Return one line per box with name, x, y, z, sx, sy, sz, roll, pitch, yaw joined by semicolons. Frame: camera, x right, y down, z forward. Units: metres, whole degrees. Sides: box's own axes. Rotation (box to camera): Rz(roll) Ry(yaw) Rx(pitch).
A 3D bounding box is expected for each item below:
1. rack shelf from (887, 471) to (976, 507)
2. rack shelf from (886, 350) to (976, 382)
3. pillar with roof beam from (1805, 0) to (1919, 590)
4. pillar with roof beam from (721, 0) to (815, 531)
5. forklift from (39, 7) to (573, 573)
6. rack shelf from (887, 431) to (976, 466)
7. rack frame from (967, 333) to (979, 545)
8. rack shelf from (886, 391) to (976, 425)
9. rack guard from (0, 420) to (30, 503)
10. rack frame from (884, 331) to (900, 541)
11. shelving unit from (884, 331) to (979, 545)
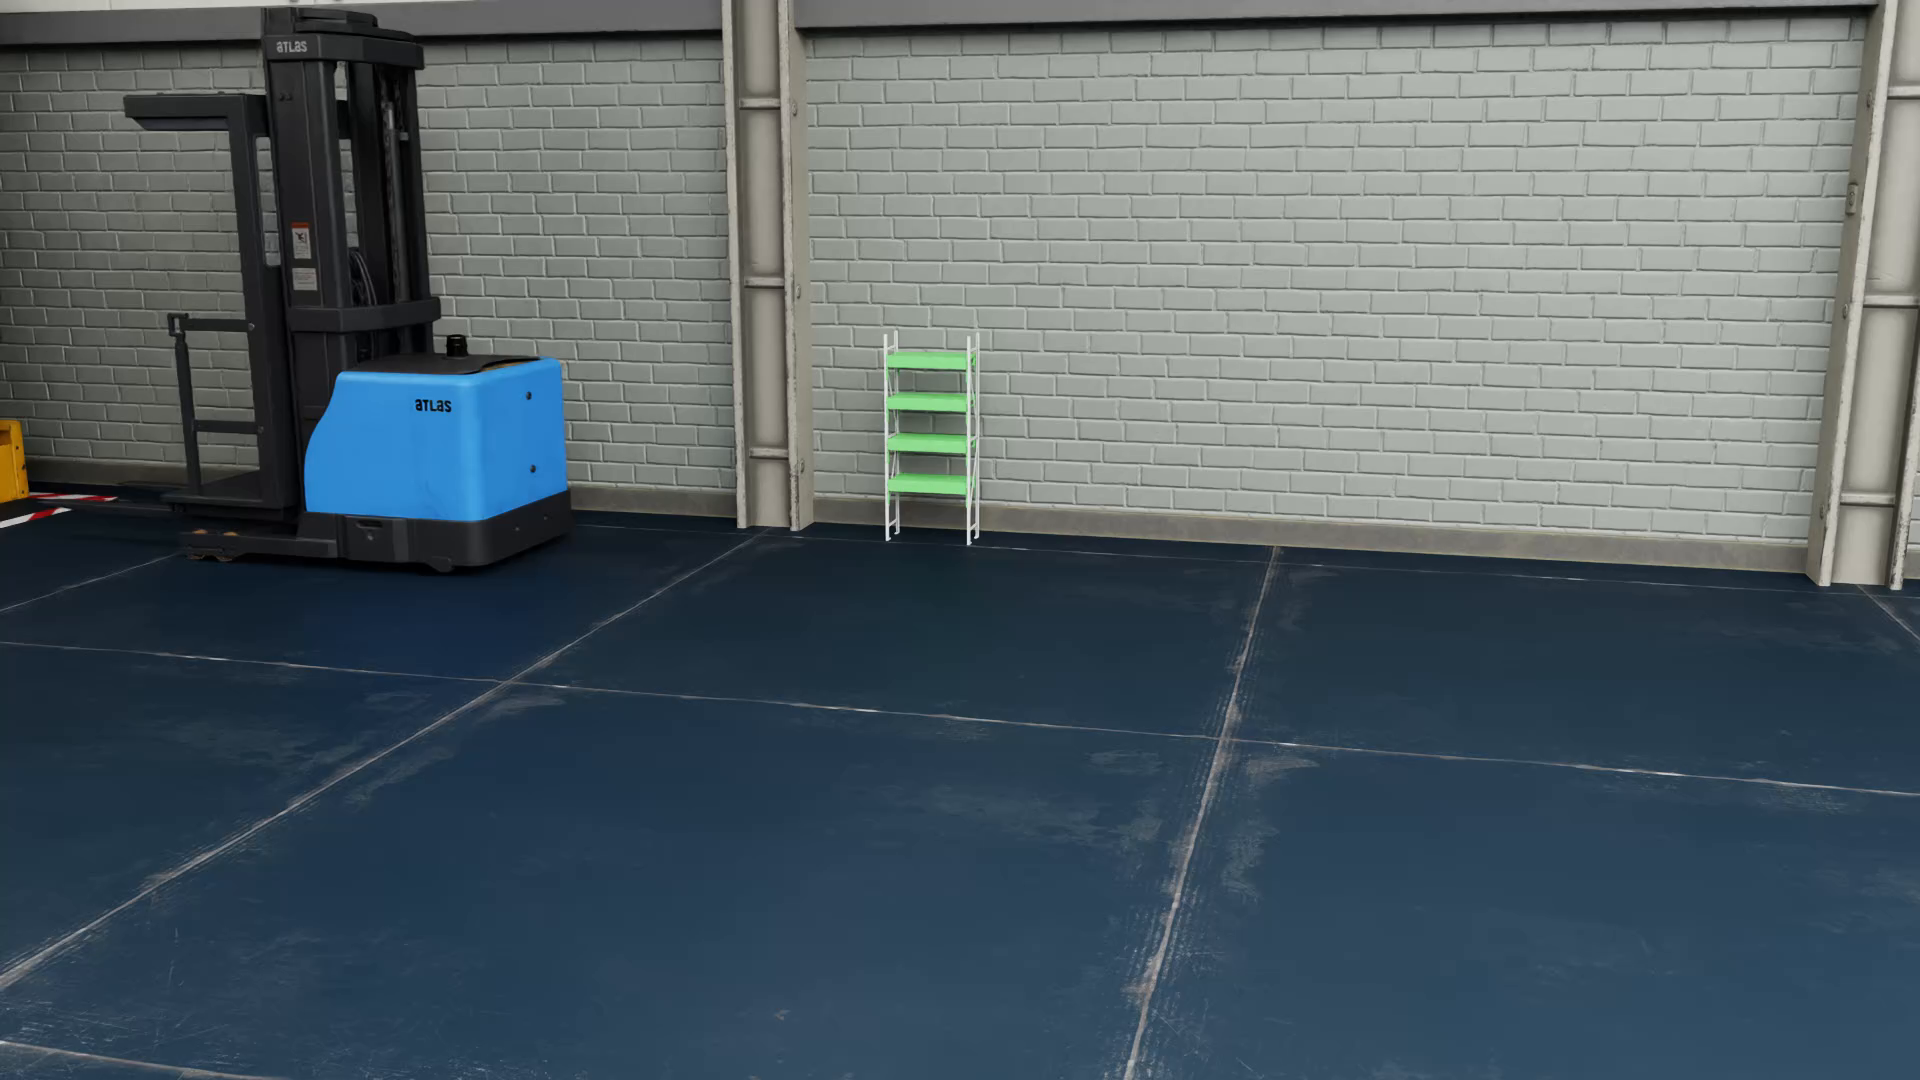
rack shelf;-0.161;-0.298;9.708;0.480;0.148;0.258;3;13;14
rack shelf;-0.161;-1.001;9.552;0.480;0.148;0.258;3;13;14
pillar with roof beam;3.670;-3.273;3.710;0.400;9.000;9.100;3;13;14
pillar with roof beam;-2.155;-3.584;5.113;0.400;9.000;9.100;3;13;14
forklift;-3.828;-1.414;9.339;3.031;2.935;1.130;4;13;16
rack shelf;-0.161;-0.532;9.656;0.480;0.148;0.258;3;13;14
rack frame;0.076;-0.582;9.585;0.015;1.200;0.240;3;13;14
rack shelf;-0.161;-0.766;9.604;0.480;0.148;0.258;3;13;14
rack guard;-6.465;-0.425;10.495;0.348;0.500;1.175;3;13;14
rack frame;-0.398;-0.607;9.700;0.015;1.200;0.240;3;13;14
shelving unit;-0.161;-0.594;9.642;0.503;1.200;0.258;3;13;14
